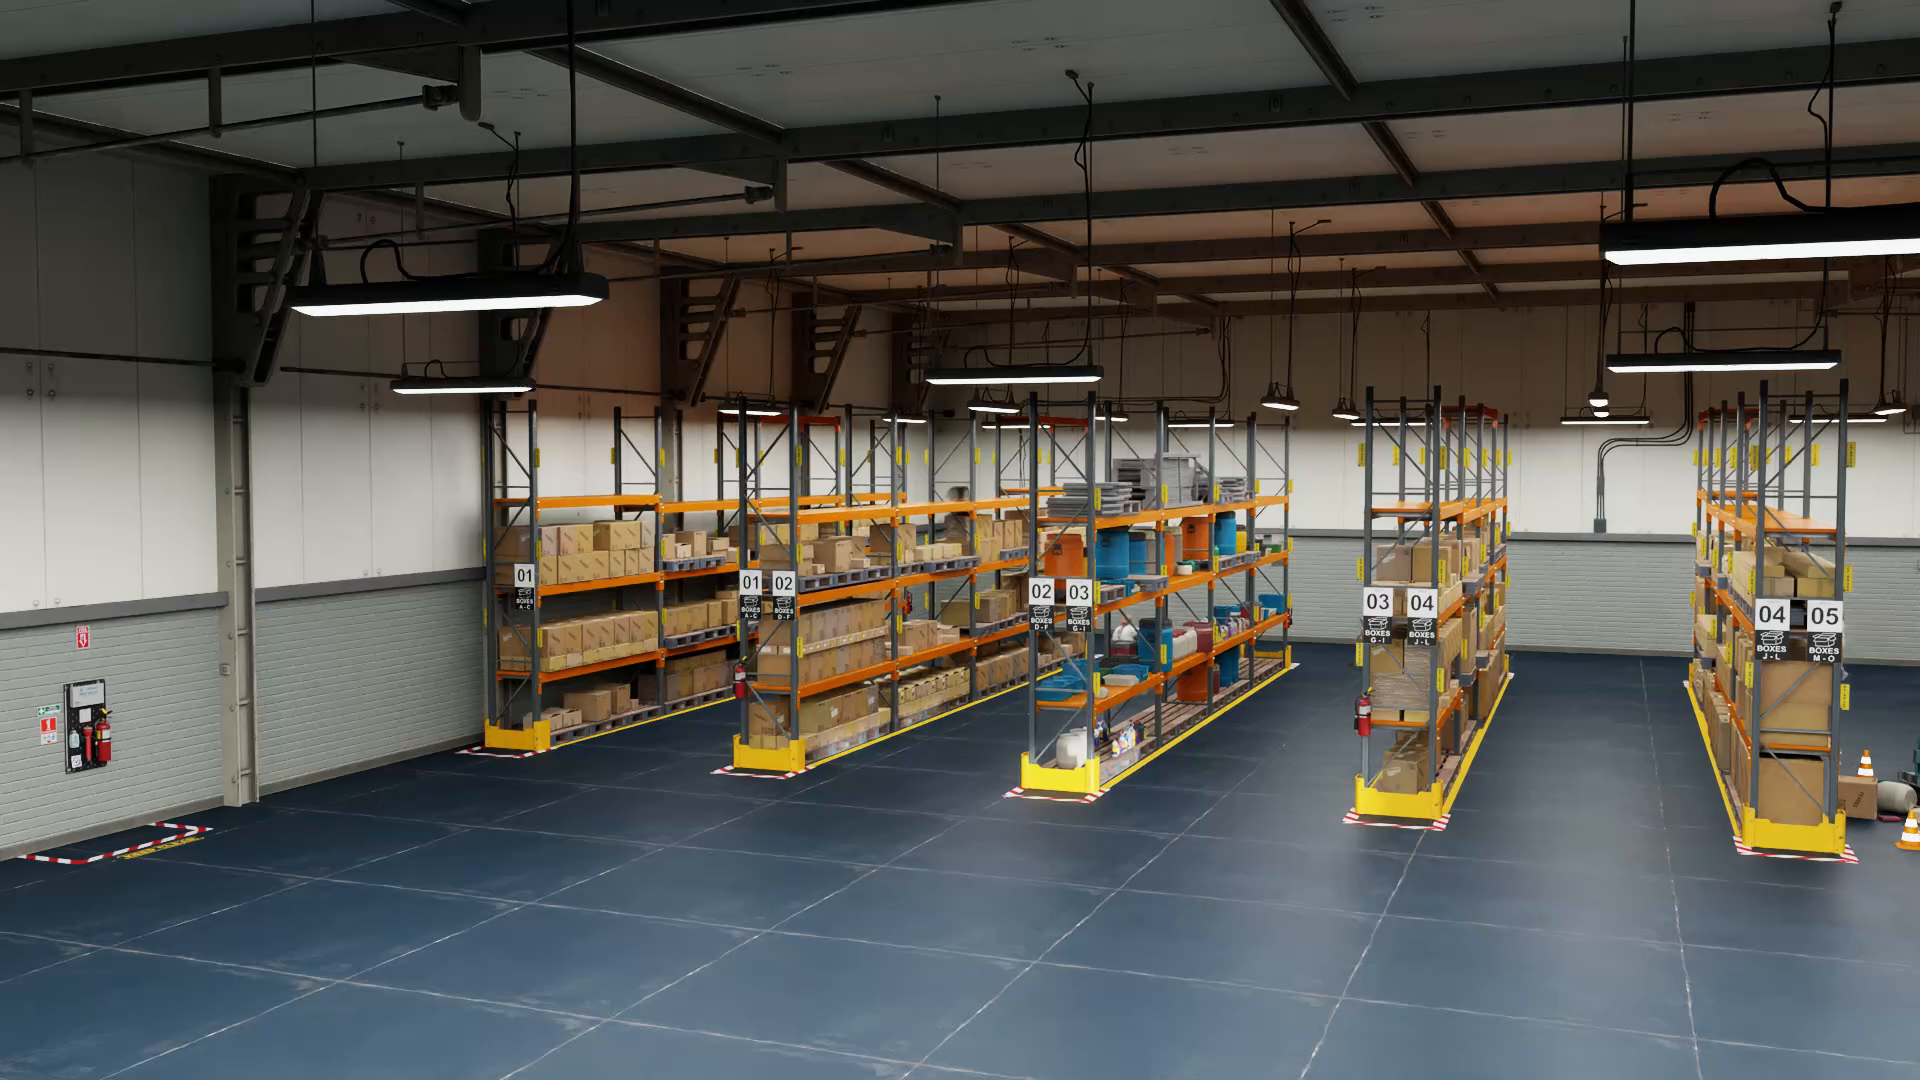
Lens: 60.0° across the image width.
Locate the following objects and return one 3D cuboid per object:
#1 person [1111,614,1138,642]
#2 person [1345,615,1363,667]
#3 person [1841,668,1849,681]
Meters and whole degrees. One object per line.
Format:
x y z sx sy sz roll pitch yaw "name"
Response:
3.406 2.423 34.343 0.769 1.782 0.928 2 3 30 "person"
9.501 2.241 39.185 0.950 1.609 0.546 2 3 30 "person"
19.185 2.341 36.879 0.815 1.629 0.540 0 3 10 "person"
